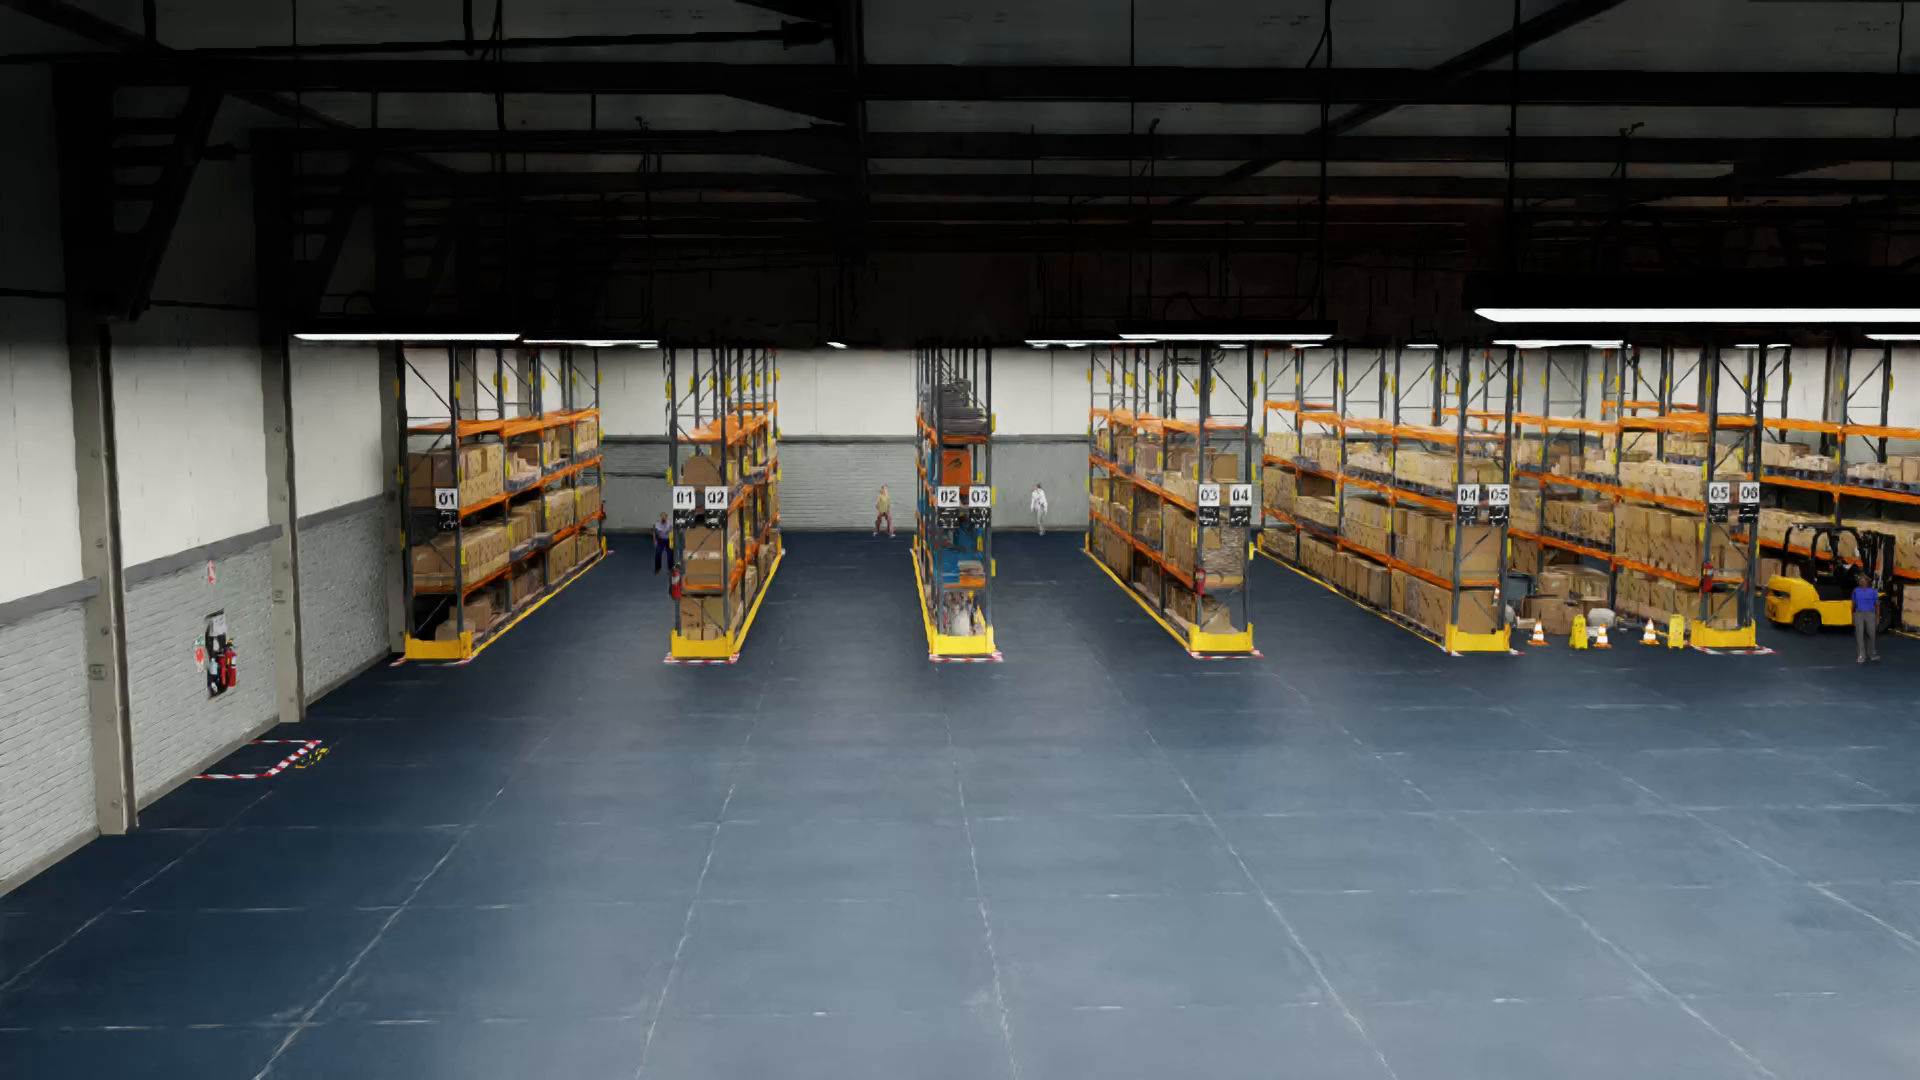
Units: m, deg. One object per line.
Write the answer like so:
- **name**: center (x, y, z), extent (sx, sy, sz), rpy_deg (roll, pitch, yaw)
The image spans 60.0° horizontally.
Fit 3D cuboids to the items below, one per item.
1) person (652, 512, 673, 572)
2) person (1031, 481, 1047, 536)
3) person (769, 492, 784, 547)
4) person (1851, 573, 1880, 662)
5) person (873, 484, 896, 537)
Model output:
- **person**: center (-7.650, 0.056, 43.024), extent (0.625, 1.596, 0.517), rpy_deg (-1, 7, -5)
- **person**: center (2.492, -1.003, 51.916), extent (0.465, 1.687, 0.583), rpy_deg (-5, 8, -38)
- **person**: center (-5.454, -0.639, 48.300), extent (0.493, 1.749, 0.674), rpy_deg (4, 8, 31)
- **person**: center (16.780, 1.420, 30.781), extent (0.513, 1.645, 0.526), rpy_deg (4, 8, 33)
- **person**: center (-2.361, -0.904, 51.382), extent (0.485, 1.604, 0.950), rpy_deg (-3, 7, -25)
